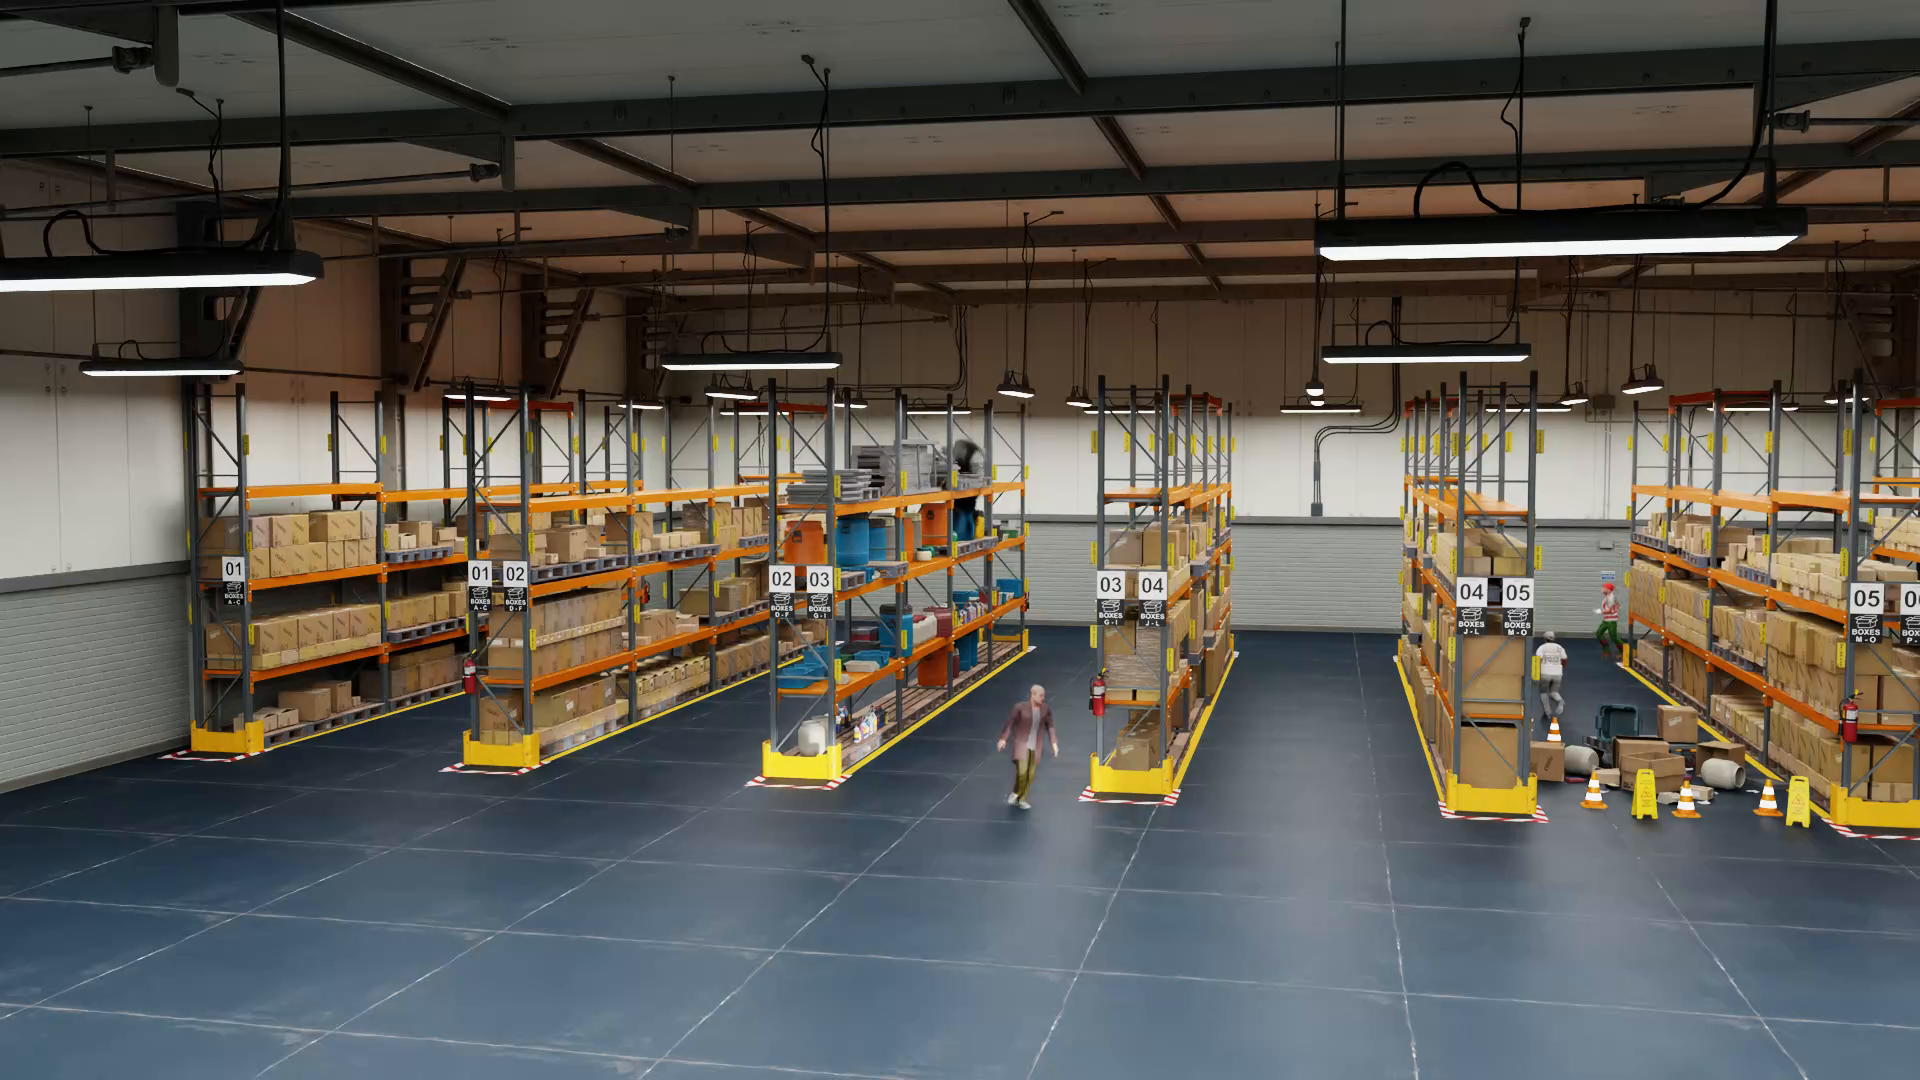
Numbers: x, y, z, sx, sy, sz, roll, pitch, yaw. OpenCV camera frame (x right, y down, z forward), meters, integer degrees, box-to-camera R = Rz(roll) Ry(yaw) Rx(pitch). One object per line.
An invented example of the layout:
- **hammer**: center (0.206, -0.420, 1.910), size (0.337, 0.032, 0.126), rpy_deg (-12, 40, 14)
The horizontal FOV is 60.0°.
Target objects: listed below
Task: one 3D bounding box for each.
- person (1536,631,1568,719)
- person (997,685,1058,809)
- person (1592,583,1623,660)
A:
- **person**: center (10.767, 2.473, 30.292), size (0.593, 1.609, 0.588), rpy_deg (0, 3, 4)
- **person**: center (0.939, 2.833, 22.761), size (0.721, 1.739, 0.676), rpy_deg (-1, 4, -23)
- **person**: center (15.120, 1.907, 38.683), size (0.794, 1.817, 0.644), rpy_deg (1, 3, 15)
